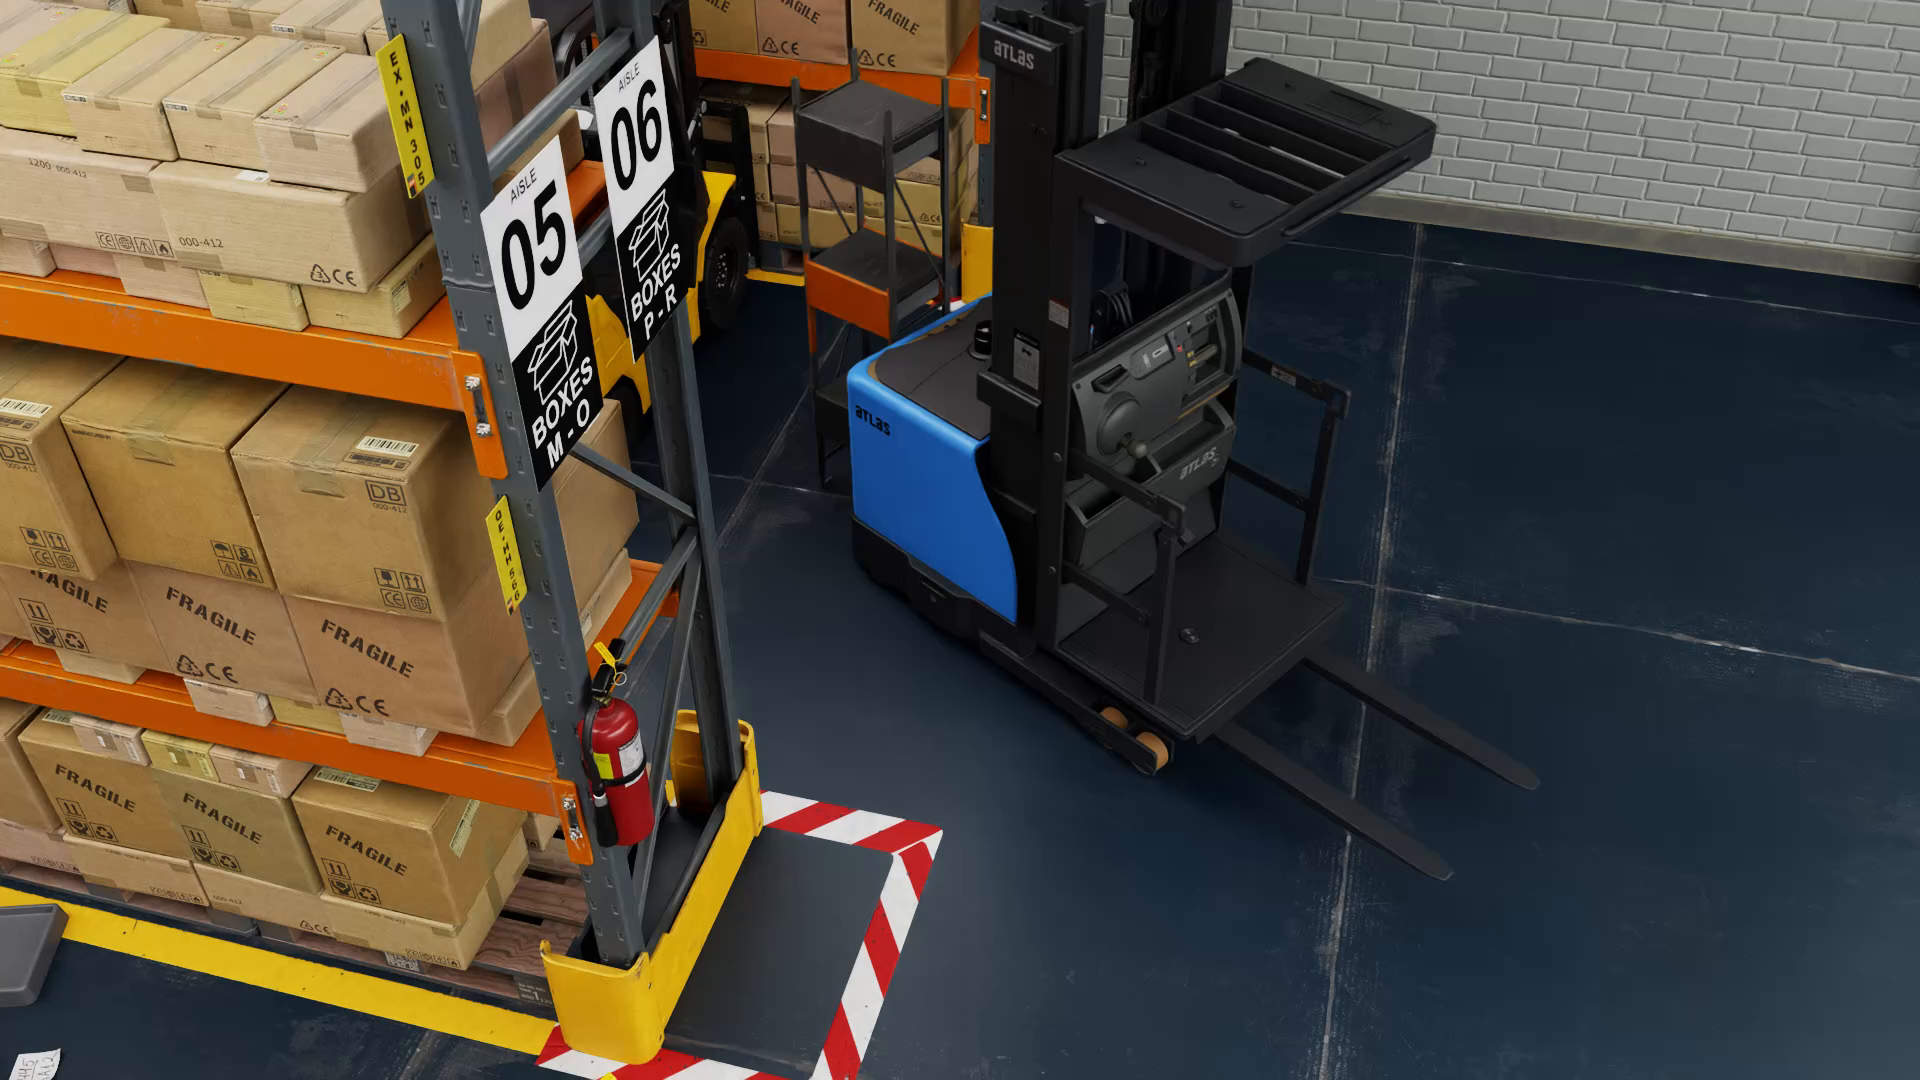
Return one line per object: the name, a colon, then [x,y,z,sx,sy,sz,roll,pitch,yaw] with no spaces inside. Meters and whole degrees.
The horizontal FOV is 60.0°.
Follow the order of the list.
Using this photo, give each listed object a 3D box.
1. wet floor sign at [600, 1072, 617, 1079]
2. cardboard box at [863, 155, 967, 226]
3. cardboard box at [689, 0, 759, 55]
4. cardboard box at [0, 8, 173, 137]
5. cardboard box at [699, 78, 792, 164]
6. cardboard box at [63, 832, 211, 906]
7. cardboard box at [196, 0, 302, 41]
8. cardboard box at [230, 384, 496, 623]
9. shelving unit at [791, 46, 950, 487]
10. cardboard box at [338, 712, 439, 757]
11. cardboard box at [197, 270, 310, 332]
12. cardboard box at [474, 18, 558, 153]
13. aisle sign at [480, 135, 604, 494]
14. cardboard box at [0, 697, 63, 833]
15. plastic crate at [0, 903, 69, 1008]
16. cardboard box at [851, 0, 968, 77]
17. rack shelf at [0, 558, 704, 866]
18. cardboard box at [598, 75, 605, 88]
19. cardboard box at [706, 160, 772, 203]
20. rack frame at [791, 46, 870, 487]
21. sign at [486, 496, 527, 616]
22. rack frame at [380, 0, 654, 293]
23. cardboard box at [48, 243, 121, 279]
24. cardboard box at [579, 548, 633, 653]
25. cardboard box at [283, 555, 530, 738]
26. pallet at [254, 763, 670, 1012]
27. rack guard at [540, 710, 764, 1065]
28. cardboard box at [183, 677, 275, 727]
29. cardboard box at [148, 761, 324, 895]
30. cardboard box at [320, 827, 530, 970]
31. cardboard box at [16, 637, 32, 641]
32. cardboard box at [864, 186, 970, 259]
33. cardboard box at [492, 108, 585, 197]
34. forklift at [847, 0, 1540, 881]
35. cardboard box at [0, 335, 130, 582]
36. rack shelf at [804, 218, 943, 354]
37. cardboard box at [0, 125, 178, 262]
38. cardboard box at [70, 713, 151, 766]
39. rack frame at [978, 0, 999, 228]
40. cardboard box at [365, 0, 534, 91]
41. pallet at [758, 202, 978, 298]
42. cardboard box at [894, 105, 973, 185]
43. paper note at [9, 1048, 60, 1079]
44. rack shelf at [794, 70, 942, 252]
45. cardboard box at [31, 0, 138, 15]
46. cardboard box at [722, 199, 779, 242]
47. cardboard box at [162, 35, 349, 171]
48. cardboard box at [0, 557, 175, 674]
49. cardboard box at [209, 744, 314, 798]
wet floor sign: [-1.086,1.863,5.054,0.232,0.644,0.267,24,46,26]
cardboard box: [-0.265,-2.005,9.252,0.500,0.250,0.500,9,41,11]
cardboard box: [-1.251,-2.953,8.880,0.500,0.500,0.500,9,41,11]
cardboard box: [-2.118,-1.137,4.039,0.250,0.149,0.380,10,41,12]
cardboard box: [-1.224,-2.351,9.276,0.500,0.250,0.500,10,41,12]
cardboard box: [-2.849,1.016,6.044,0.500,0.250,0.500,8,41,10]
cardboard box: [-1.757,-1.390,4.340,0.250,0.149,0.380,10,41,11]
cardboard box: [-1.543,-0.219,4.616,0.500,0.500,0.700,9,41,10]
shelving unit: [-0.365,-1.067,7.412,0.503,2.100,0.431,26,47,28]
cardboard box: [-1.683,0.459,5.091,0.250,0.149,0.380,9,41,11]
cardboard box: [-1.659,-0.693,4.131,0.250,0.149,0.380,10,41,12]
cardboard box: [-1.410,-1.189,4.411,0.500,0.250,0.500,9,41,11]
aisle sign: [-1.008,-0.540,4.063,0.004,0.787,0.394,10,41,11]
cardboard box: [-3.336,0.640,5.908,0.500,0.500,0.500,12,41,14]
plastic crate: [-3.552,1.489,5.939,0.583,0.080,0.402,-3,40,-4]
cardboard box: [-0.257,-2.776,8.670,0.500,0.500,0.500,9,41,10]
rack shelf: [-2.925,0.209,5.753,4.000,0.370,1.077,10,41,11]
cardboard box: [-2.216,-2.532,9.492,0.500,0.250,0.500,11,41,13]
cardboard box: [-1.250,-2.168,9.446,0.500,0.250,0.500,9,41,10]
rack frame: [-0.558,-1.163,7.526,0.015,2.100,0.400,26,47,28]
sign: [-1.156,0.043,4.245,0.005,0.325,0.100,10,41,11]
rack frame: [-0.993,-2.032,3.197,0.127,3.000,1.000,10,41,11]
cardboard box: [-2.134,-0.842,4.308,0.250,0.149,0.380,10,41,12]
cardboard box: [-1.268,0.177,5.427,0.250,0.149,0.380,10,41,12]
cardboard box: [-1.589,0.194,4.902,0.500,0.500,0.500,9,41,11]
pallet: [-1.842,1.164,6.225,1.213,0.211,1.003,10,41,11]
rack guard: [-1.066,1.210,5.945,0.348,0.500,1.175,10,41,11]
cardboard box: [-2.182,0.379,5.186,0.250,0.149,0.380,10,41,12]
cardboard box: [-2.339,0.815,5.701,0.500,0.500,0.500,11,41,13]
cardboard box: [-1.867,1.186,5.841,0.500,0.250,0.500,10,41,11]
cardboard box: [-2.881,0.166,5.440,0.250,0.149,0.380,10,41,11]
cardboard box: [-0.249,-1.809,9.407,0.500,0.250,0.500,10,41,12]
cardboard box: [-1.230,-1.044,4.548,0.250,0.149,0.380,10,41,11]
forklift: [0.905,-0.567,6.171,3.031,2.935,1.130,33,50,33]
cardboard box: [-2.549,-0.329,4.747,0.500,0.500,0.700,9,41,11]
rack shelf: [-0.365,-1.056,7.421,0.480,0.518,0.431,26,47,28]
cardboard box: [-2.039,-0.950,4.126,0.500,0.250,0.500,9,41,11]
cardboard box: [-2.702,0.543,5.520,0.250,0.149,0.380,11,41,13]
rack frame: [0.286,-2.819,8.799,0.127,3.000,1.000,10,41,11]
cardboard box: [-1.284,-1.278,4.207,0.250,0.149,0.380,10,41,11]
pallet: [-0.463,-1.852,9.816,1.213,0.211,1.003,10,41,11]
cardboard box: [-0.239,-2.192,9.087,0.500,0.250,0.500,11,41,13]
paper note: [-3.132,1.790,5.620,0.148,0.019,0.142,-3,40,-4]
rack shelf: [-0.365,-1.592,6.971,0.480,0.518,0.431,26,47,28]
cardboard box: [-2.244,-1.460,4.423,0.250,0.149,0.380,10,41,11]
cardboard box: [-1.208,-1.986,9.618,0.500,0.250,0.500,10,41,12]
cardboard box: [-1.635,-1.032,3.914,0.250,0.149,0.380,10,41,12]
cardboard box: [-2.553,0.023,5.106,0.500,0.500,0.500,10,41,11]
cardboard box: [-2.206,0.632,5.414,0.250,0.149,0.380,11,41,13]
